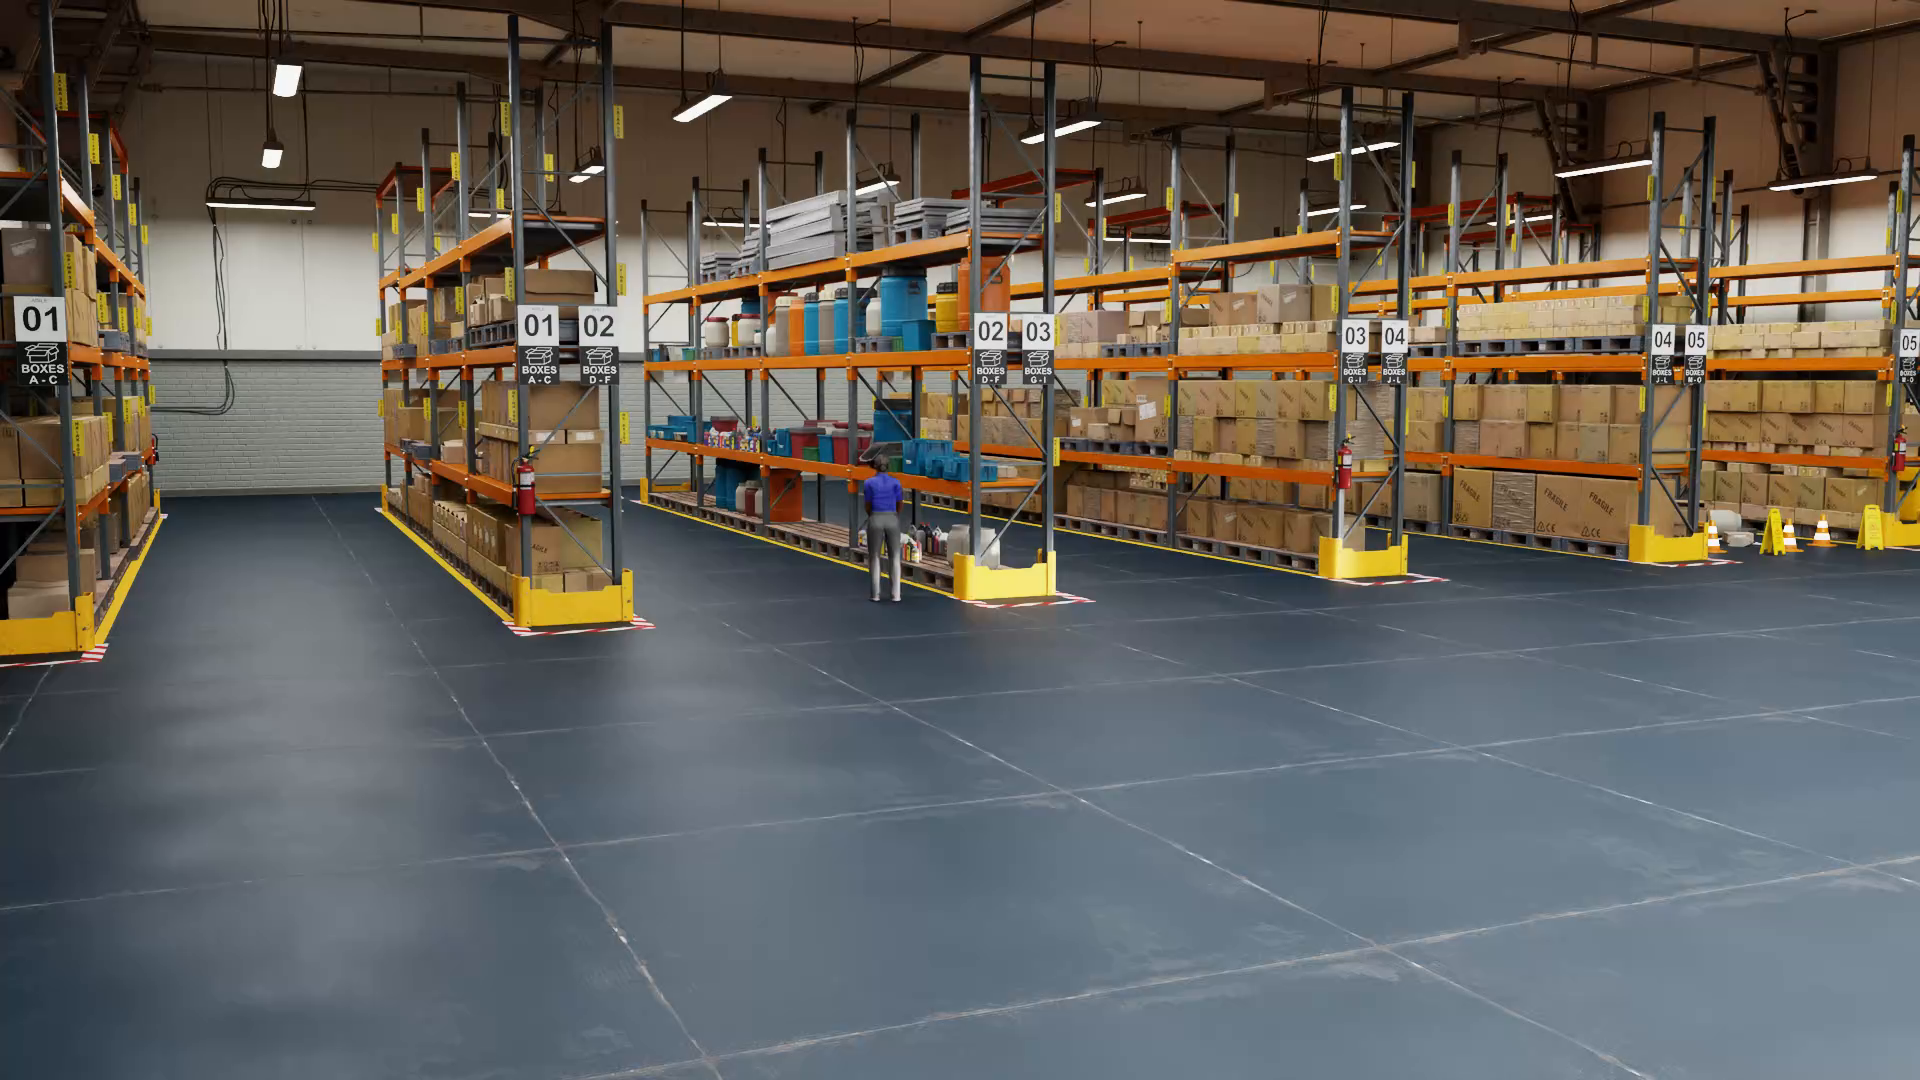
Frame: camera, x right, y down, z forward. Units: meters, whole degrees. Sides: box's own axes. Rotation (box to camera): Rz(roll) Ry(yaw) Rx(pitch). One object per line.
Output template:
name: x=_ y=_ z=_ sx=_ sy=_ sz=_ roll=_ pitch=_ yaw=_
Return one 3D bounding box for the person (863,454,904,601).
person: x=-0.850 y=-0.142 z=18.567 sx=0.451 sy=1.650 sz=0.518 roll=0 pitch=6 yaw=-3
